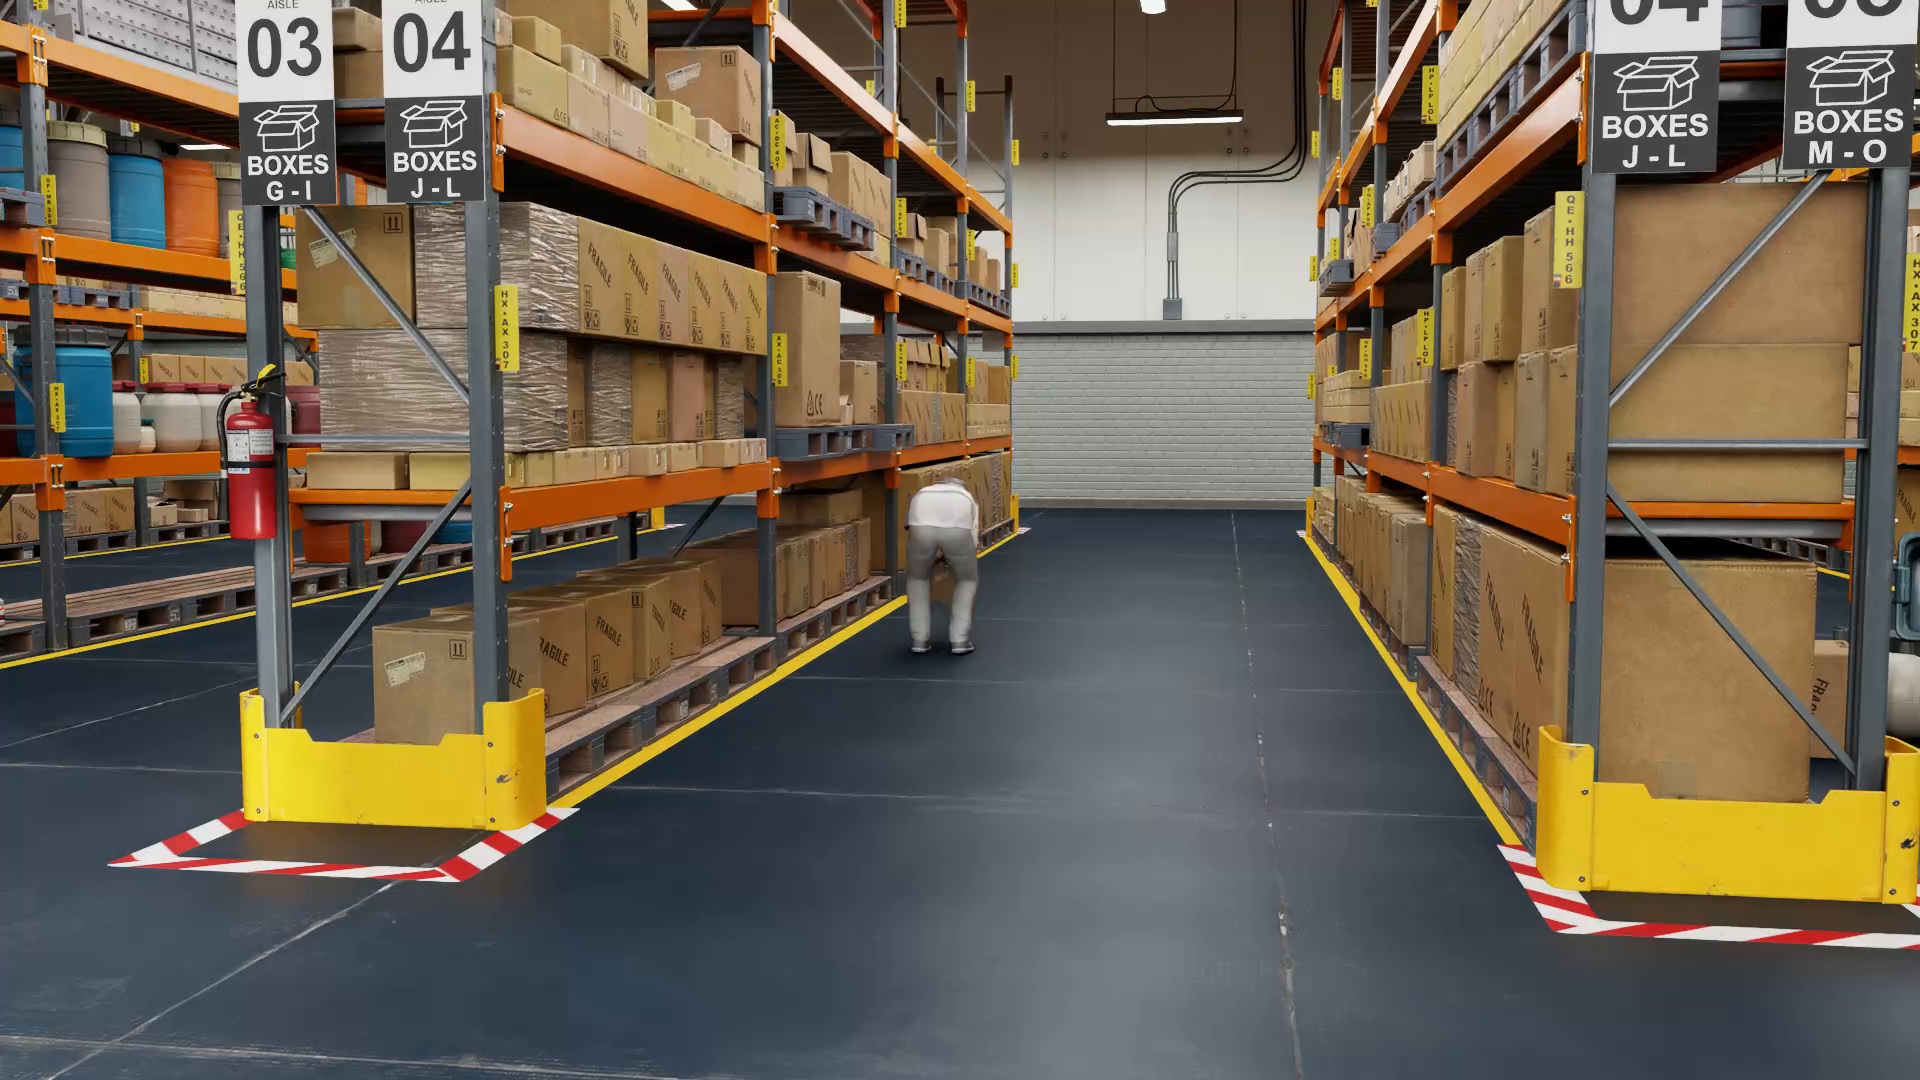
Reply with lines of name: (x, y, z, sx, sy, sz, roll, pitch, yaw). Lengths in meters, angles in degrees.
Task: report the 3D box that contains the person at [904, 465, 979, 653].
person: (-0.096, 0.119, 11.384, 0.485, 1.242, 1.030, 1, 4, 7)
